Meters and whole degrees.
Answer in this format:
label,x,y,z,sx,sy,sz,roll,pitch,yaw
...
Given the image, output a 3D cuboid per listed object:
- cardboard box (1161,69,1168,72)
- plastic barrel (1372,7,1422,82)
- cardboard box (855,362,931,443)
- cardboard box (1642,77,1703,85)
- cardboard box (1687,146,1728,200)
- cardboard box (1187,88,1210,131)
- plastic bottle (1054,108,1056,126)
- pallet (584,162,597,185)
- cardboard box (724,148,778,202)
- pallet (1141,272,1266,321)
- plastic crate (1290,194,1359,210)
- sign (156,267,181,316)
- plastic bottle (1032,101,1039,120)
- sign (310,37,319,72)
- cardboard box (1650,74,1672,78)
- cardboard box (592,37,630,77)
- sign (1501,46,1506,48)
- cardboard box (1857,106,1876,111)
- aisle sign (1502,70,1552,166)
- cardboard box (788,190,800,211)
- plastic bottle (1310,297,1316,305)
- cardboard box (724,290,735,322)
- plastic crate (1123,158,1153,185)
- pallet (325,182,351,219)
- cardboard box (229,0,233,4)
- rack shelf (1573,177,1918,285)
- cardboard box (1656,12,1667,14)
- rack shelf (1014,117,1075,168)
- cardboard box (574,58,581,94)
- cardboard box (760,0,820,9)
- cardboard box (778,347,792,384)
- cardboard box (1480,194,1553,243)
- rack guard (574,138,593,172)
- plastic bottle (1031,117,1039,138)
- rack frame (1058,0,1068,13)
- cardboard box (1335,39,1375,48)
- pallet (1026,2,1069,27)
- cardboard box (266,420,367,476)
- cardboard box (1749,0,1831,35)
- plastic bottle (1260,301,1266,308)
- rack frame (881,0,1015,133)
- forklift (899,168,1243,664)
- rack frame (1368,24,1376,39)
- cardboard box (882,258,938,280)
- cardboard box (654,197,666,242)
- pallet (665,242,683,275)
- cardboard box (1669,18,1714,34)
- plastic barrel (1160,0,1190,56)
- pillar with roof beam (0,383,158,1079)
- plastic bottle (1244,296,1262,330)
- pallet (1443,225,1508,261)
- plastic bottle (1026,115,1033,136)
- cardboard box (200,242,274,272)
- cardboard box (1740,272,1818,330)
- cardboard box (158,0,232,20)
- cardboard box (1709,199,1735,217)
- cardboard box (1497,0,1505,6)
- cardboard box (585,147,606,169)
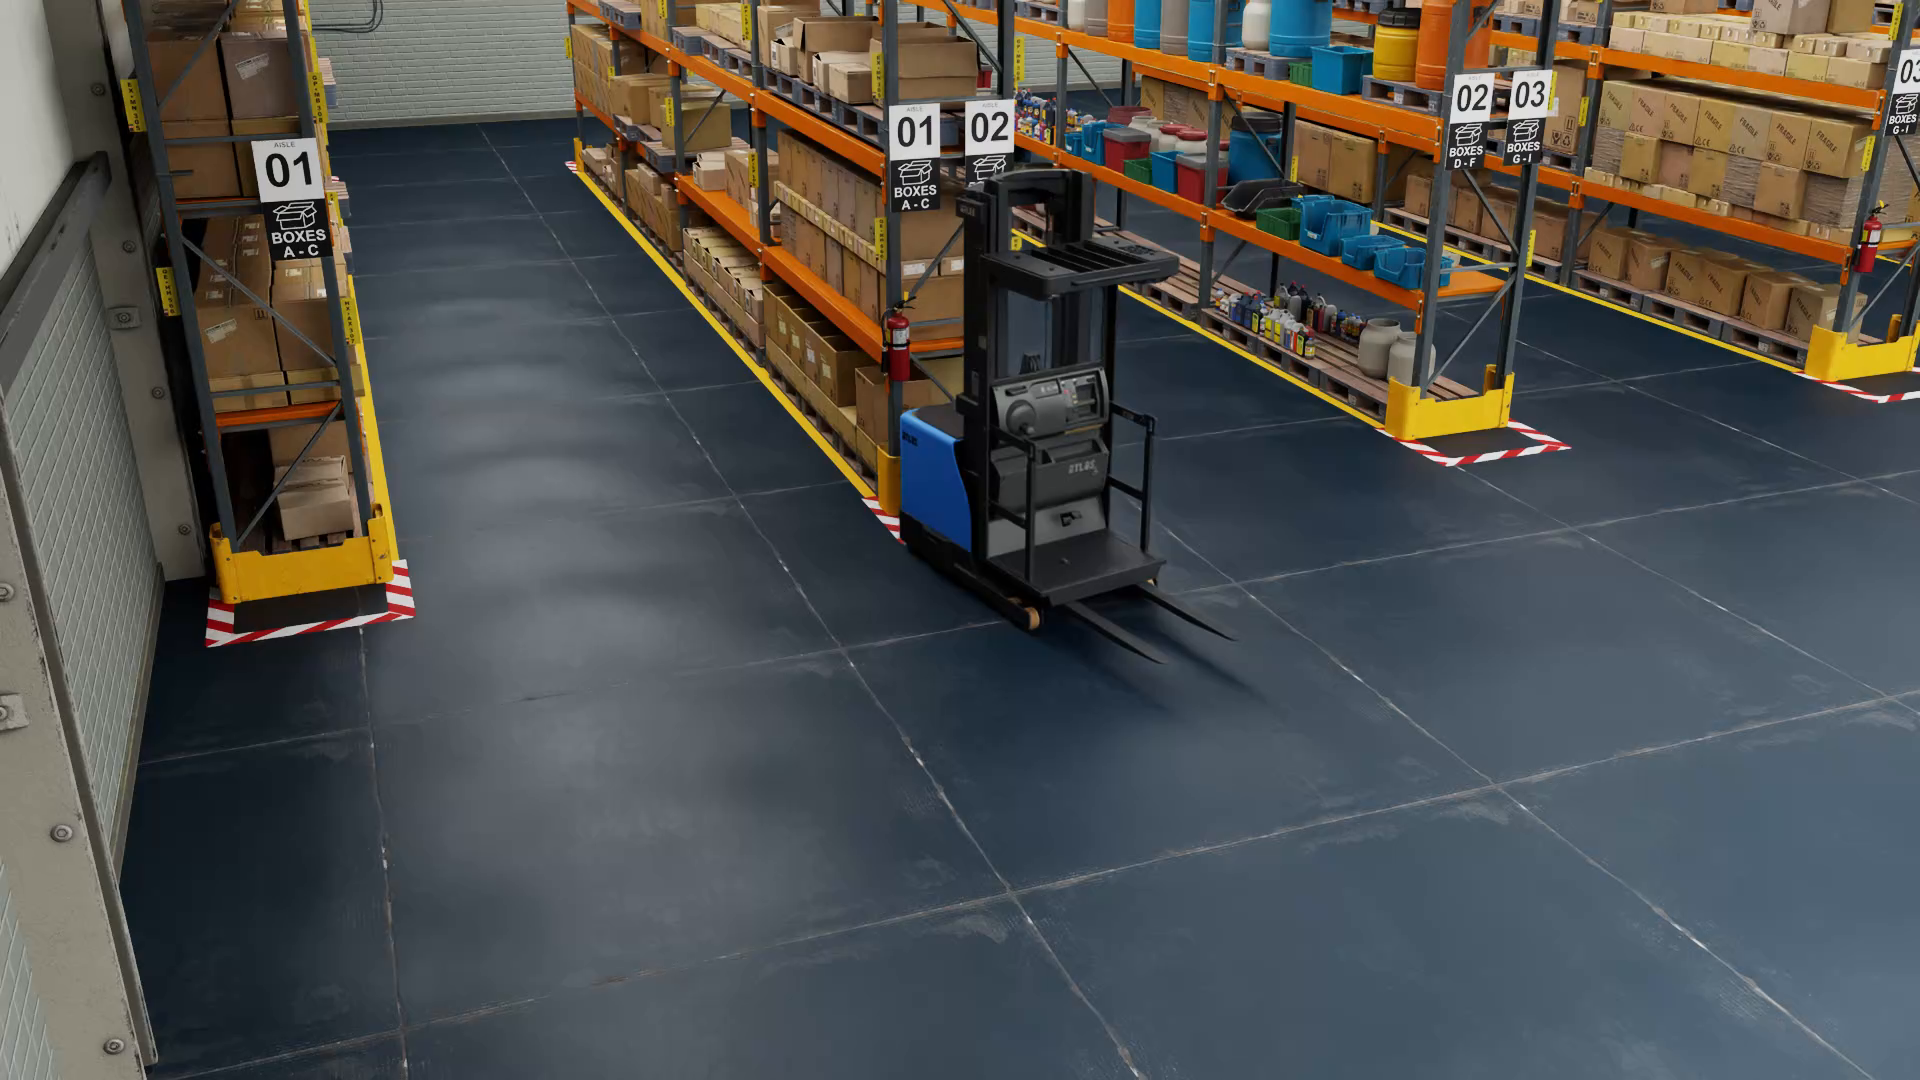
label,x,y,z,sx,sy,sz,roll,pitch,yaw
cardboard box,3.714,-8.225,28.849,0.380,0.149,0.250,-9,24,-20
plastic barrel,4.030,-4.454,14.934,0.600,0.588,0.600,0,23,0
cardboard box,-0.552,-1.142,13.756,0.500,0.500,0.500,-8,24,-19
cardboard box,8.188,-5.046,19.184,0.500,0.500,0.500,-8,24,-19
cardboard box,8.425,-3.997,17.983,0.875,0.500,0.500,-8,24,-19
cardboard box,4.469,-7.227,28.352,0.875,0.875,0.875,-8,24,-19
plastic bottle,1.385,-5.950,23.287,0.152,0.276,0.135,-8,24,-19
pallet,-5.427,-5.928,26.666,1.003,0.211,1.213,-8,24,-19
cardboard box,-2.302,-4.062,18.520,0.500,0.500,0.500,-10,25,-22
pallet,2.824,-2.843,19.347,1.003,0.211,1.213,-8,24,-19
plastic crate,3.783,-3.415,17.304,0.499,0.251,0.616,-8,24,-19
sign,-5.243,-1.646,11.018,0.100,0.325,0.005,-8,24,-19
plastic bottle,1.080,-6.124,23.706,0.097,0.271,0.097,0,23,0
sign,-5.625,-4.186,14.416,0.100,0.325,0.005,-8,24,-19
cardboard box,10.434,-6.957,24.916,0.380,0.149,0.250,-8,24,-18
cardboard box,-5.106,-7.100,24.442,0.500,0.500,0.500,-8,24,-19
sign,9.117,-8.400,27.826,0.100,0.325,0.005,-8,24,-19
cardboard box,12.013,-5.370,21.624,0.500,0.500,0.500,-8,24,-19
aisle sign,4.851,-3.607,14.221,0.394,0.787,0.004,-8,24,-19
cardboard box,-1.402,-3.206,15.653,0.380,0.149,0.250,-9,24,-20
plastic bottle,3.800,-2.481,17.830,0.061,0.283,0.133,-7,24,-15
cardboard box,-2.273,-2.577,18.125,0.500,0.250,0.500,-8,24,-18
plastic crate,2.259,-4.344,19.592,0.450,0.188,0.662,-8,24,-19
pallet,-7.192,-3.609,17.822,1.213,0.211,1.003,-8,24,-19
cardboard box,-7.765,-5.738,18.068,0.700,0.500,0.500,-10,25,-23
rack shelf,8.478,-3.469,18.169,1.077,0.370,4.000,-8,24,-19
cardboard box,8.157,-5.946,18.936,0.380,0.149,0.250,-8,24,-17
rack shelf,1.018,-5.697,23.453,1.077,0.370,4.000,-8,24,-19
cardboard box,-5.826,-7.379,26.389,0.500,0.500,0.500,-8,24,-18
cardboard box,-1.678,-5.251,16.296,0.500,0.500,0.500,-8,24,-18
cardboard box,-1.445,-1.704,16.053,0.500,0.250,0.500,-8,24,-19
cardboard box,7.226,-4.184,21.589,0.700,0.500,0.500,-11,25,-24
rack guard,-5.710,-6.350,27.297,1.175,0.500,0.348,-8,24,-19
plastic bottle,1.009,-5.530,22.296,0.097,0.271,0.097,0,23,0
rack frame,1.725,-8.066,20.424,1.000,3.000,0.127,-8,24,-19
cardboard box,5.888,-6.994,24.186,0.797,0.503,0.637,-8,24,-18
pallet,1.546,-6.888,21.735,1.003,0.211,1.213,-8,24,-19
cardboard box,-5.291,-0.830,13.634,0.700,0.500,0.500,-10,25,-22
cardboard box,8.400,-5.398,16.802,0.500,0.500,0.500,-8,24,-19
plastic bottle,3.199,-2.407,17.669,0.097,0.271,0.097,0,23,0
rack frame,-0.084,-4.481,11.918,1.000,3.000,0.127,-8,24,-19
forklift,0.747,-0.935,11.318,1.130,2.935,3.031,-14,26,-29
rack frame,8.208,-9.532,31.626,1.000,3.000,0.127,-8,24,-19
cardboard box,-0.397,-2.174,13.206,0.380,0.149,0.250,-9,24,-20
cardboard box,-3.643,-4.170,21.556,0.500,0.500,0.500,-9,25,-21
pallet,-3.139,-3.615,21.178,1.003,0.211,1.213,-8,24,-19
cardboard box,7.959,-5.592,18.096,0.380,0.149,0.250,-8,24,-17
plastic barrel,2.524,-5.854,18.393,0.600,0.901,0.600,0,23,0
pillar with roof beam,0.373,-2.346,6.853,9.100,9.000,0.400,-8,24,-19
plastic bottle,3.102,-2.411,17.576,0.144,0.351,0.185,-9,25,-21
pallet,7.061,-3.969,22.019,1.003,0.211,1.213,-8,24,-19
plastic bottle,0.940,-5.600,22.464,0.097,0.271,0.097,0,23,0
cardboard box,-5.616,-2.018,13.000,0.500,0.500,0.500,-8,24,-18
cardboard box,8.737,-2.557,17.757,0.500,0.500,0.500,-2,23,-5
cardboard box,-6.224,-4.170,13.601,0.500,0.500,0.500,-8,24,-18
cardboard box,8.263,-3.564,17.791,0.380,0.149,0.250,-8,24,-19
cardboard box,6.644,-7.067,21.144,0.500,0.500,0.500,-9,25,-21
cardboard box,-5.633,-6.047,26.333,0.500,0.250,0.500,-8,24,-19
